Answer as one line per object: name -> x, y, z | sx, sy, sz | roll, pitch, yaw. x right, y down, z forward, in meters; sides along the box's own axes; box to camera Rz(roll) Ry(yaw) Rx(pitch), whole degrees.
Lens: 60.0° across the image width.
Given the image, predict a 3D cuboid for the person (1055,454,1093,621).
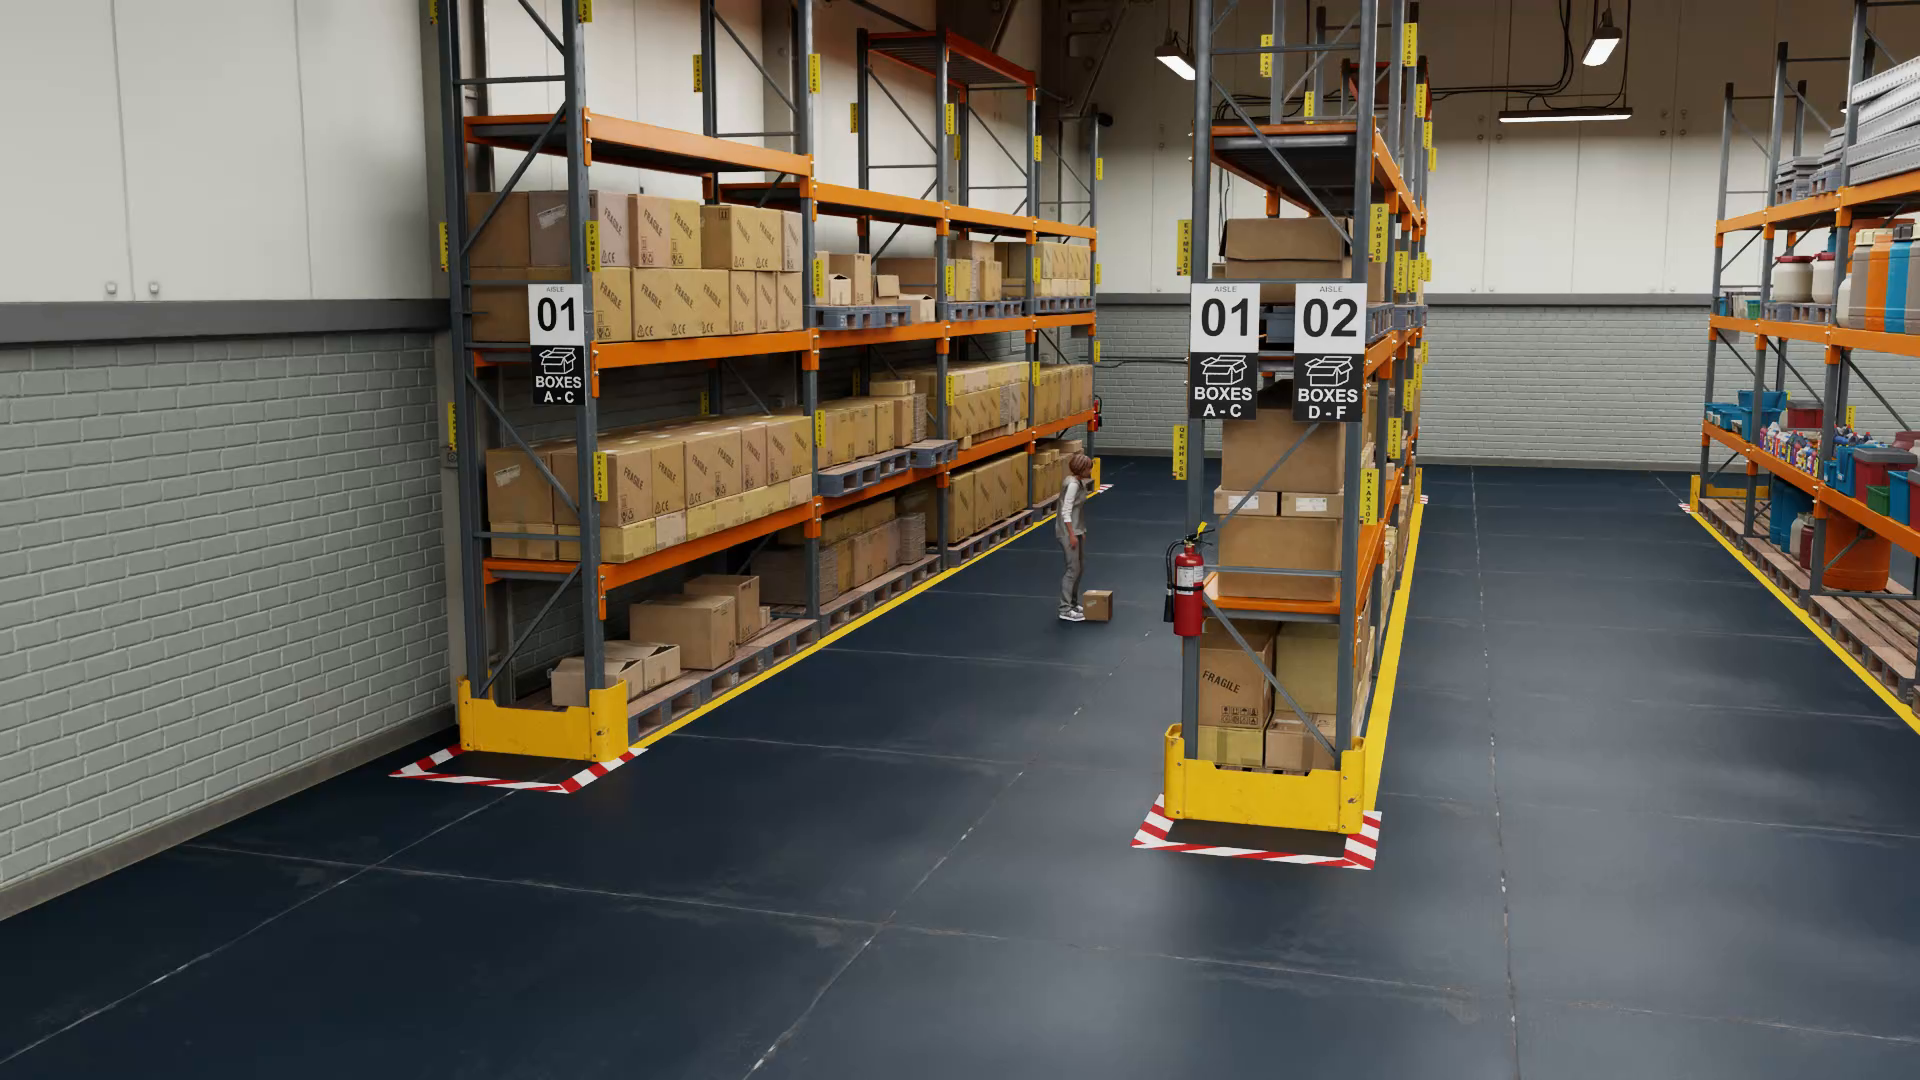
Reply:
person -> 1.103, -0.037, 16.122 | 0.344, 1.593, 0.463 | 3, 9, 16
